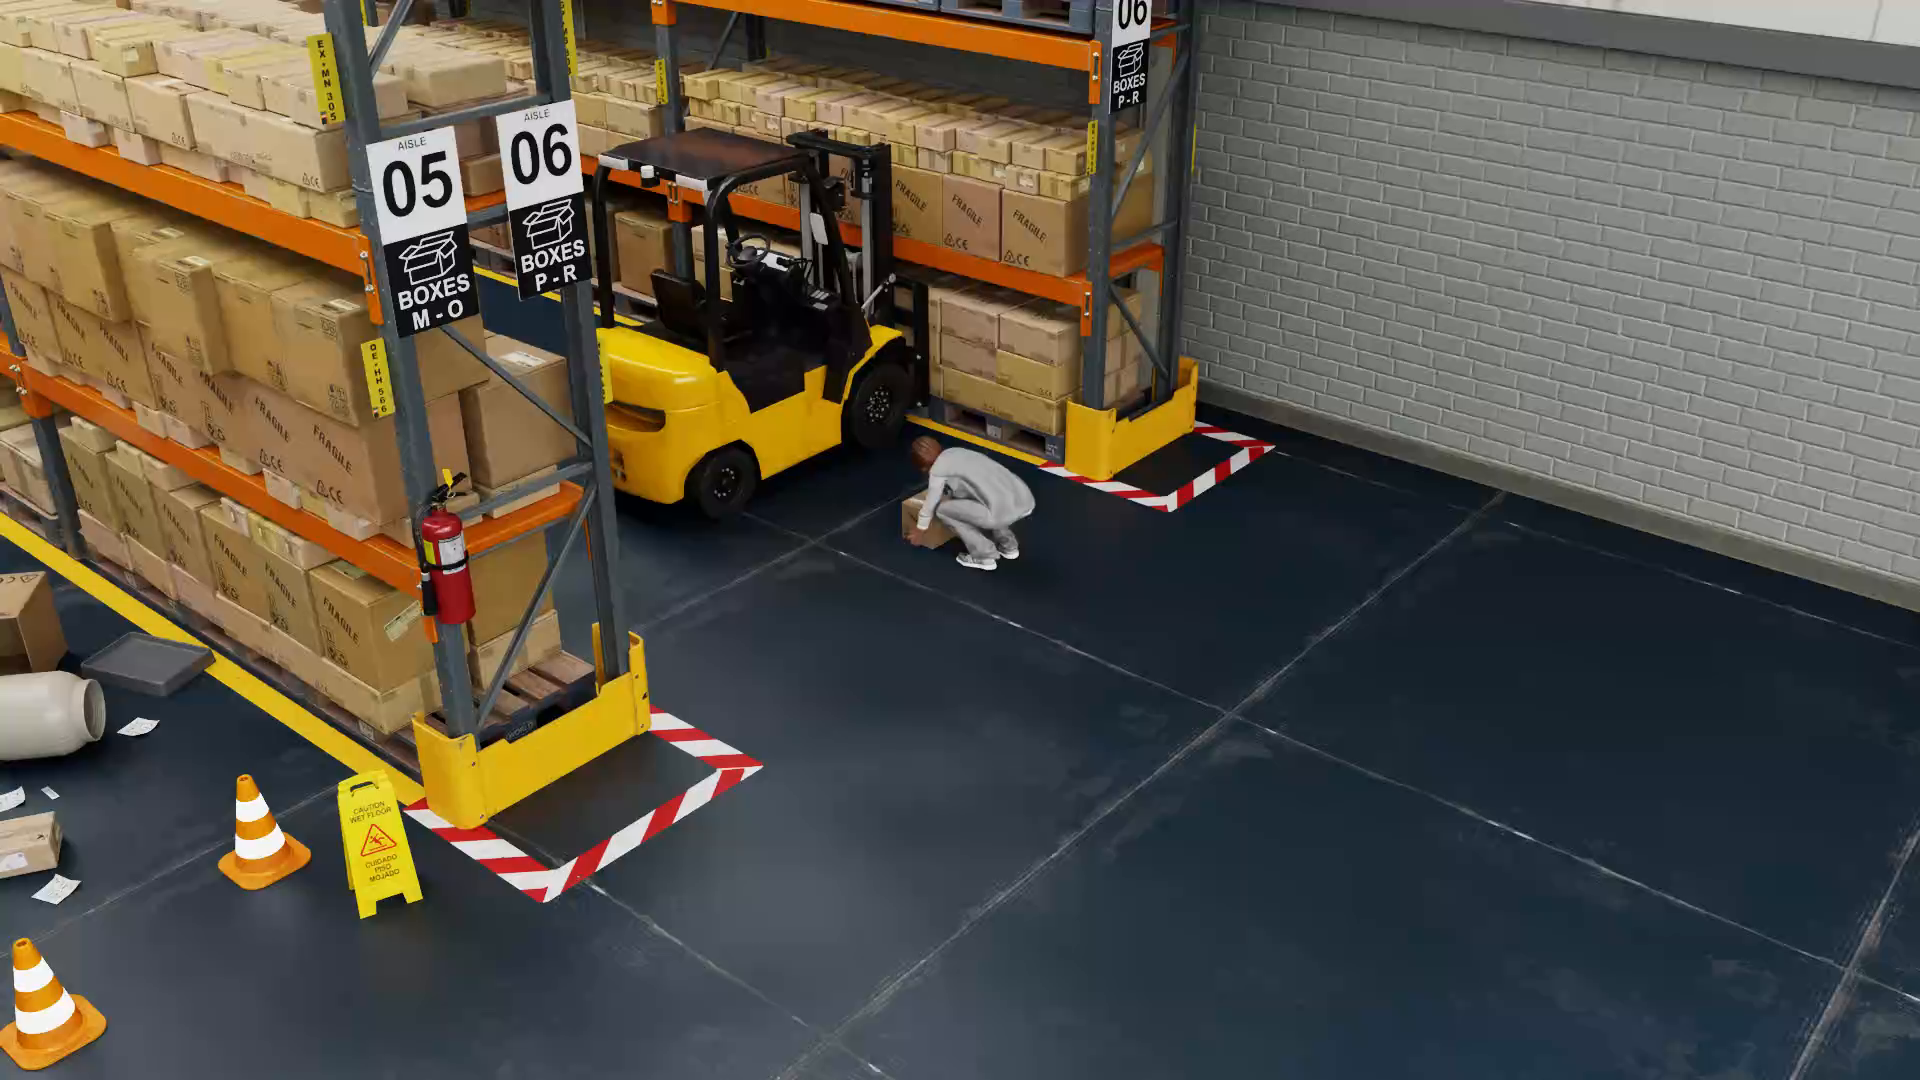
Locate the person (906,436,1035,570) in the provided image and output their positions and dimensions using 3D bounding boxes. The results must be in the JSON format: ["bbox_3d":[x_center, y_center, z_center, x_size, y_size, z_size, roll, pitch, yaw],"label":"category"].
[{"bbox_3d":[0.057,-0.204,10.051,0.843,0.752,0.430,20,34,34],"label":"person"}]
